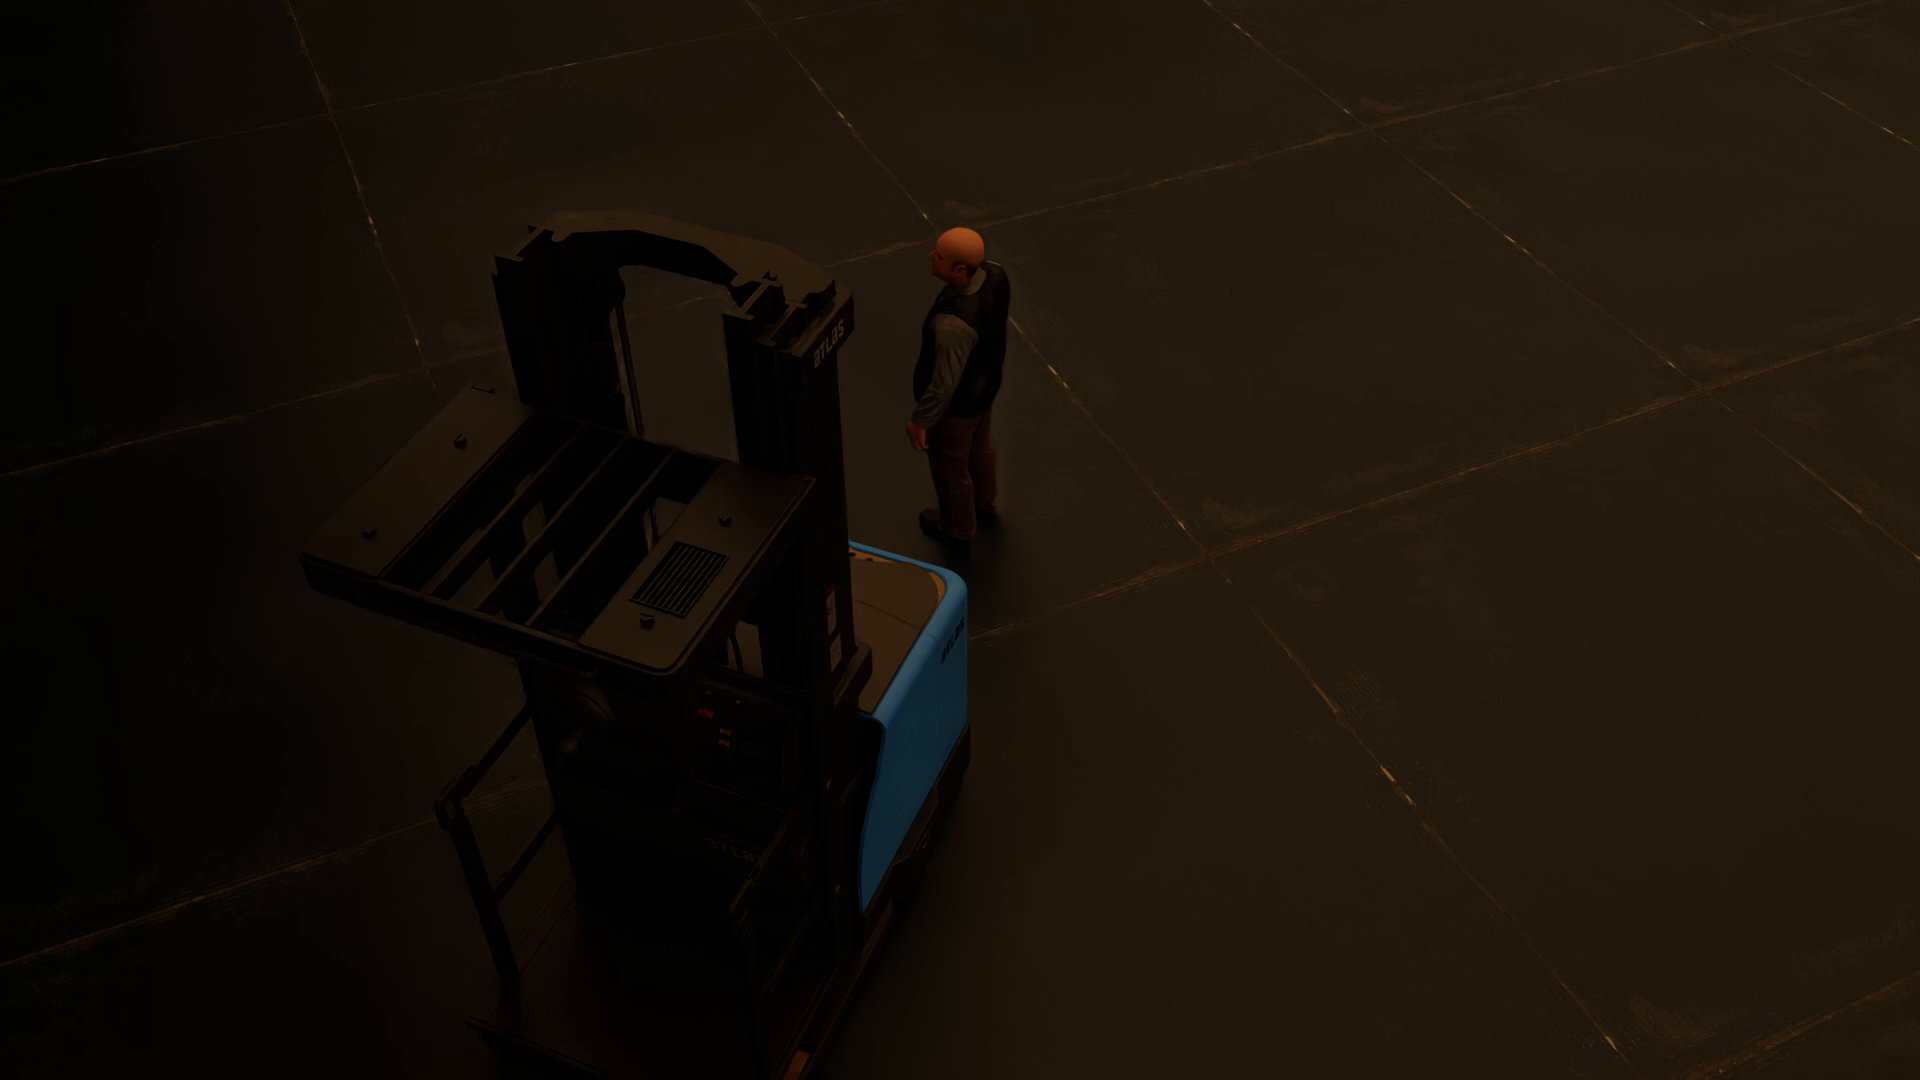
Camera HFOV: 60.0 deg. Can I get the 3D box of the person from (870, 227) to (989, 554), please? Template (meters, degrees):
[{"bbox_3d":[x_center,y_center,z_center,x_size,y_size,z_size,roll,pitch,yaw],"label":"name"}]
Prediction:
[{"bbox_3d":[-0.128,-0.644,7.281,0.488,1.712,0.668,11,44,11],"label":"person"}]

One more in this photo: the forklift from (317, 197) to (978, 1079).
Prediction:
[{"bbox_3d":[-0.963,0.593,5.044,1.130,2.935,3.031,16,45,16],"label":"forklift"}]
